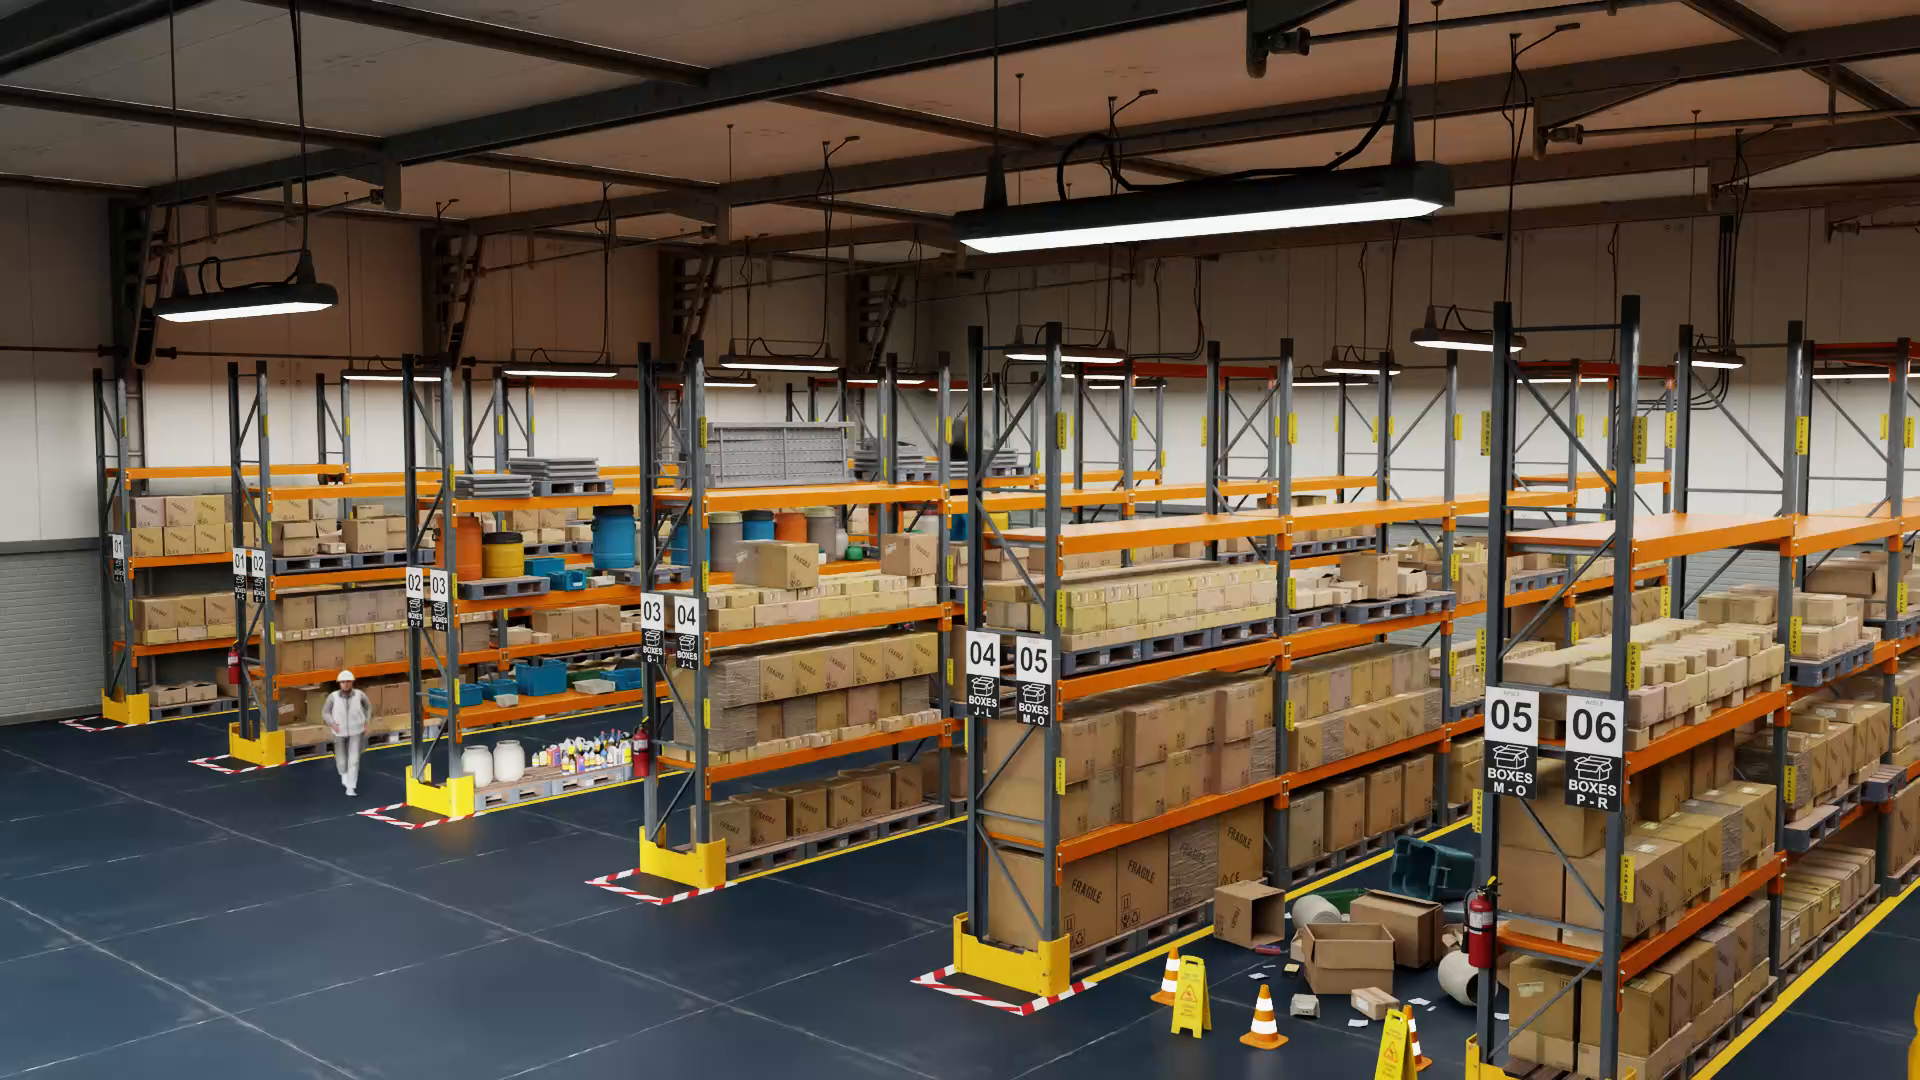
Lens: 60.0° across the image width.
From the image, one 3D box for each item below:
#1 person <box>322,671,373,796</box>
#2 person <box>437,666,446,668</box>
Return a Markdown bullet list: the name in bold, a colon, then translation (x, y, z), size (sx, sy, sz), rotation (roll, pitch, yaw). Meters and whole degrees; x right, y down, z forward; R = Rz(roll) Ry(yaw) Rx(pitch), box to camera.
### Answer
- **person**: translation (-8.422, 2.633, 22.879), size (0.658, 1.725, 0.750), rotation (-1, 4, -17)
- **person**: translation (-9.100, 2.246, 29.184), size (0.534, 1.560, 0.903), rotation (3, 5, 31)
